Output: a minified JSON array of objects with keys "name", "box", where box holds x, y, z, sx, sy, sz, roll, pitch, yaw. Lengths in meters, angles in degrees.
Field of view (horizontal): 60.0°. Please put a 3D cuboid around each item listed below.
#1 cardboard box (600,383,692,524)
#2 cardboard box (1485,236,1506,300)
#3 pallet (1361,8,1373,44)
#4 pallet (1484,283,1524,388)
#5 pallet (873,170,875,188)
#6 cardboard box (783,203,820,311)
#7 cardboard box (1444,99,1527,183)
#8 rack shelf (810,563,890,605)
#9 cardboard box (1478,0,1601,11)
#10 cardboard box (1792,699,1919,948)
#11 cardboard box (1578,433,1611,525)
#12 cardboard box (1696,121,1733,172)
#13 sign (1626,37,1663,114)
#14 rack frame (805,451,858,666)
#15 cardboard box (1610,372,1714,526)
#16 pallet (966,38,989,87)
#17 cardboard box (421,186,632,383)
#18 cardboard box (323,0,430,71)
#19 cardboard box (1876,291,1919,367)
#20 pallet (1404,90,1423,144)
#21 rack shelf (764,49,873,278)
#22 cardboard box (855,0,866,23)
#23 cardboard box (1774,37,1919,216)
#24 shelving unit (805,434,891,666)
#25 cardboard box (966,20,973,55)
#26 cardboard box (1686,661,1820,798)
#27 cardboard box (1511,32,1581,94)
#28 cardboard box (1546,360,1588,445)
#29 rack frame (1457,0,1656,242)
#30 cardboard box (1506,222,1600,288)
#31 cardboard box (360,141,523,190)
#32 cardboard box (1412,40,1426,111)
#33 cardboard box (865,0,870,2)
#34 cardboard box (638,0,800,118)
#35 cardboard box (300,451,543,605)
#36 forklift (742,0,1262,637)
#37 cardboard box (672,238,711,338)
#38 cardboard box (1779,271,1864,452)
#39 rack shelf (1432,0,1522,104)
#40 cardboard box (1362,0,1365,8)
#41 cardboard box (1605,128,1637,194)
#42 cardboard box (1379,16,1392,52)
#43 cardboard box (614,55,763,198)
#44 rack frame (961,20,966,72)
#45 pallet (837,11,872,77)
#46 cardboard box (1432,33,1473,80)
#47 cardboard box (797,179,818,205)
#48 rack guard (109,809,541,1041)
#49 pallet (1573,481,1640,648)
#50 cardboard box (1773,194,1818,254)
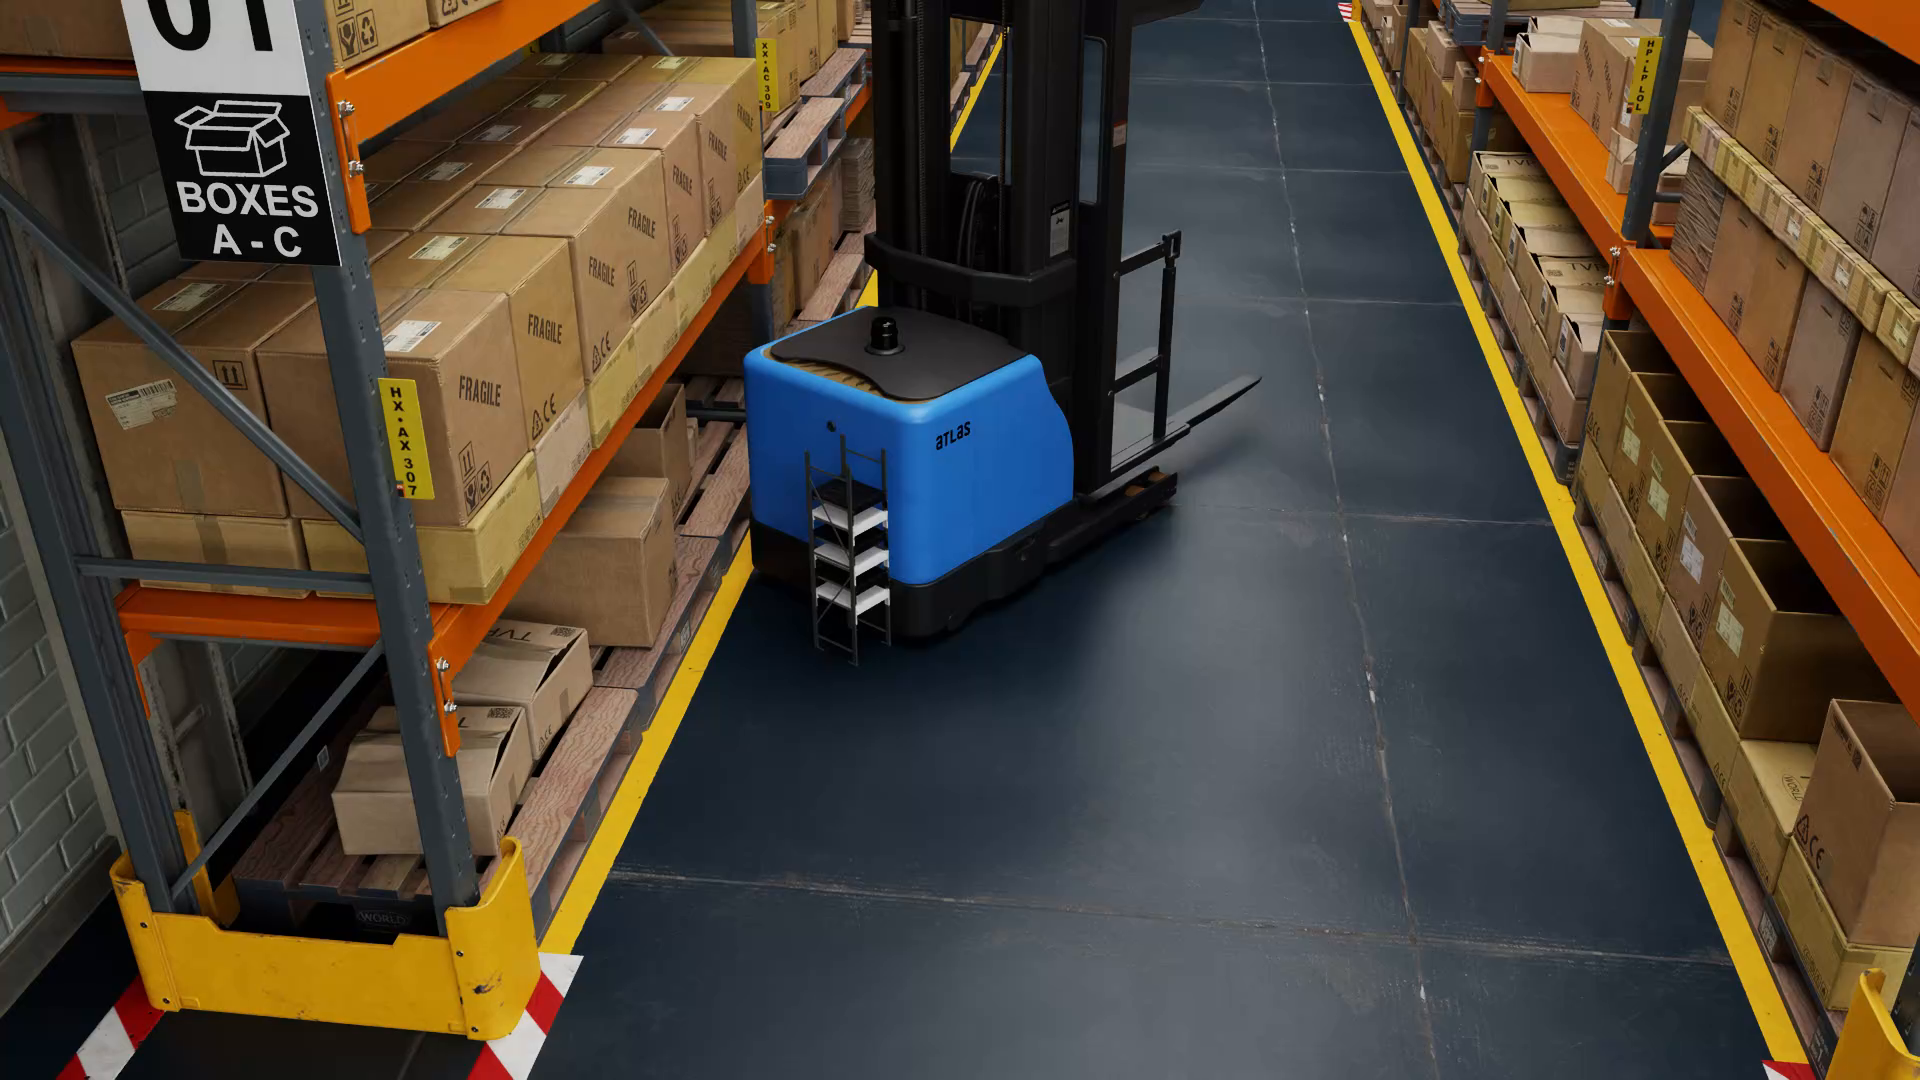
[{"name":"cardboard box","box":[-1.516,-0.385,7.473,0.500,0.500,0.500,1,28,2]},{"name":"cardboard box","box":[3.505,-1.642,10.092,0.500,0.250,0.500,3,28,5]},{"name":"pallet","box":[4.853,-5.506,17.748,1.003,0.211,1.213,3,28,6]},{"name":"pallet","box":[3.687,-1.194,9.743,1.003,0.211,1.213,3,28,6]},{"name":"pallet","box":[-0.767,-2.804,12.733,1.003,0.211,1.213,3,28,6]},{"name":"cardboard box","box":[-1.238,-1.707,9.928,0.700,0.500,0.500,4,29,7]},{"name":"cardboard box","box":[3.860,-2.926,12.191,0.500,0.500,0.500,4,29,8]},{"name":"rack shelf","box":[-0.448,0.155,6.774,0.258,0.077,0.200,21,35,34]},{"name":"cardboard box","box":[3.944,-3.911,11.299,0.700,0.500,0.500,-6,29,-11]},{"name":"cardboard box","box":[2.769,0.812,4.745,0.500,0.500,0.500,3,28,6]},{"name":"cardboard box","box":[3.131,-0.270,7.545,0.500,0.250,0.500,3,28,6]},{"name":"cardboard box","box":[3.233,-1.593,6.754,0.380,0.149,0.250,4,29,7]},{"name":"sign","box":[2.949,-1.998,7.159,0.100,0.325,0.005,3,28,6]},{"name":"rack frame","box":[-0.513,0.083,6.647,0.240,0.900,0.006,21,35,34]},{"name":"cardboard box","box":[3.068,-0.365,6.930,0.500,0.500,0.500,3,28,6]},{"name":"pallet","box":[-0.277,-4.674,16.203,1.003,0.211,1.213,3,28,6]},{"name":"cardboard box","box":[-1.422,-0.855,5.520,0.500,0.500,0.500,2,28,5]},{"name":"cardboard box","box":[-1.629,-1.416,3.926,0.500,0.500,0.500,4,29,8]},{"name":"cardboard box","box":[2.983,-0.620,4.948,0.380,0.149,0.250,4,29,8]},{"name":"pallet","box":[4.407,-3.649,14.301,1.003,0.211,1.213,3,28,6]},{"name":"rack shelf","box":[-1.183,-2.407,9.814,1.077,0.370,4.000,3,28,6]},{"name":"cardboard box","box":[-0.986,-3.681,10.851,0.700,0.500,0.500,0,28,0]},{"name":"cardboard box","box":[3.318,-1.429,5.766,0.700,0.500,0.500,3,28,6]},{"name":"shelving unit","box":[-0.448,0.046,6.716,0.258,0.900,0.210,21,35,34]},{"name":"cardboard box","box":[-0.255,-4.979,16.021,0.700,0.500,0.500,4,29,7]},{"name":"cardboard box","box":[2.880,0.671,5.798,0.500,0.250,0.500,3,28,6]},{"name":"cardboard box","box":[3.677,-2.930,10.120,0.500,0.311,0.500,3,28,6]},{"name":"cardboard box","box":[3.252,-0.683,8.311,0.500,0.250,0.500,3,28,6]},{"name":"rack frame","box":[3.979,-3.379,10.860,1.000,3.000,0.127,3,28,6]},{"name":"cardboard box","box":[3.440,-1.641,9.499,0.500,0.311,0.500,3,28,6]},{"name":"cardboard box","box":[-1.879,-1.124,6.020,0.500,0.500,0.500,4,29,7]},{"name":"cardboard box","box":[4.113,-3.890,13.980,0.500,0.500,0.500,4,29,7]},{"name":"cardboard box","box":[-0.625,-4.063,11.689,0.500,0.500,0.500,4,29,8]},{"name":"cardboard box","box":[-1.256,-2.520,8.696,0.700,0.500,0.500,6,29,11]},{"name":"cardboard box","box":[-1.543,-0.054,4.824,0.500,0.250,0.500,3,28,5]},{"name":"forklift","box":[0.398,-1.519,7.479,1.130,2.935,3.031,21,35,34]},{"name":"cardboard box","box":[-1.301,-1.013,6.605,0.500,0.250,0.500,3,28,6]},{"name":"cardboard box","box":[3.255,-0.605,5.606,0.700,0.500,0.500,4,29,8]},{"name":"rack shelf","box":[4.224,-4.004,12.778,1.077,0.370,4.000,3,28,6]},{"name":"cardboard box","box":[4.536,-5.796,17.870,0.380,0.166,0.250,3,28,6]},{"name":"cardboard box","box":[3.414,-1.862,8.185,0.396,0.266,0.258,3,28,5]},{"name":"cardboard box","box":[4.349,-4.910,16.072,0.500,0.311,0.500,3,28,6]},{"name":"cardboard box","box":[-1.179,-1.815,7.302,0.500,0.500,0.500,3,28,6]},{"name":"rack frame","box":[-0.448,-5.548,14.886,1.000,3.000,0.127,3,28,6]},{"name":"pallet","box":[-0.920,-3.239,10.802,1.213,0.211,1.003,3,28,6]},{"name":"cardboard box","box":[3.984,-3.765,12.957,0.500,0.250,0.500,3,28,5]},{"name":"cardboard box","box":[-1.165,-2.240,10.126,0.500,0.250,0.500,3,28,6]},{"name":"rack guard","box":[-1.909,1.165,5.060,1.175,0.500,0.348,3,28,6]},{"name":"pallet","box":[3.350,0.103,7.336,1.003,0.211,1.213,3,28,6]},{"name":"cardboard box","box":[3.110,-1.104,5.847,0.380,0.149,0.250,3,28,5]}]
